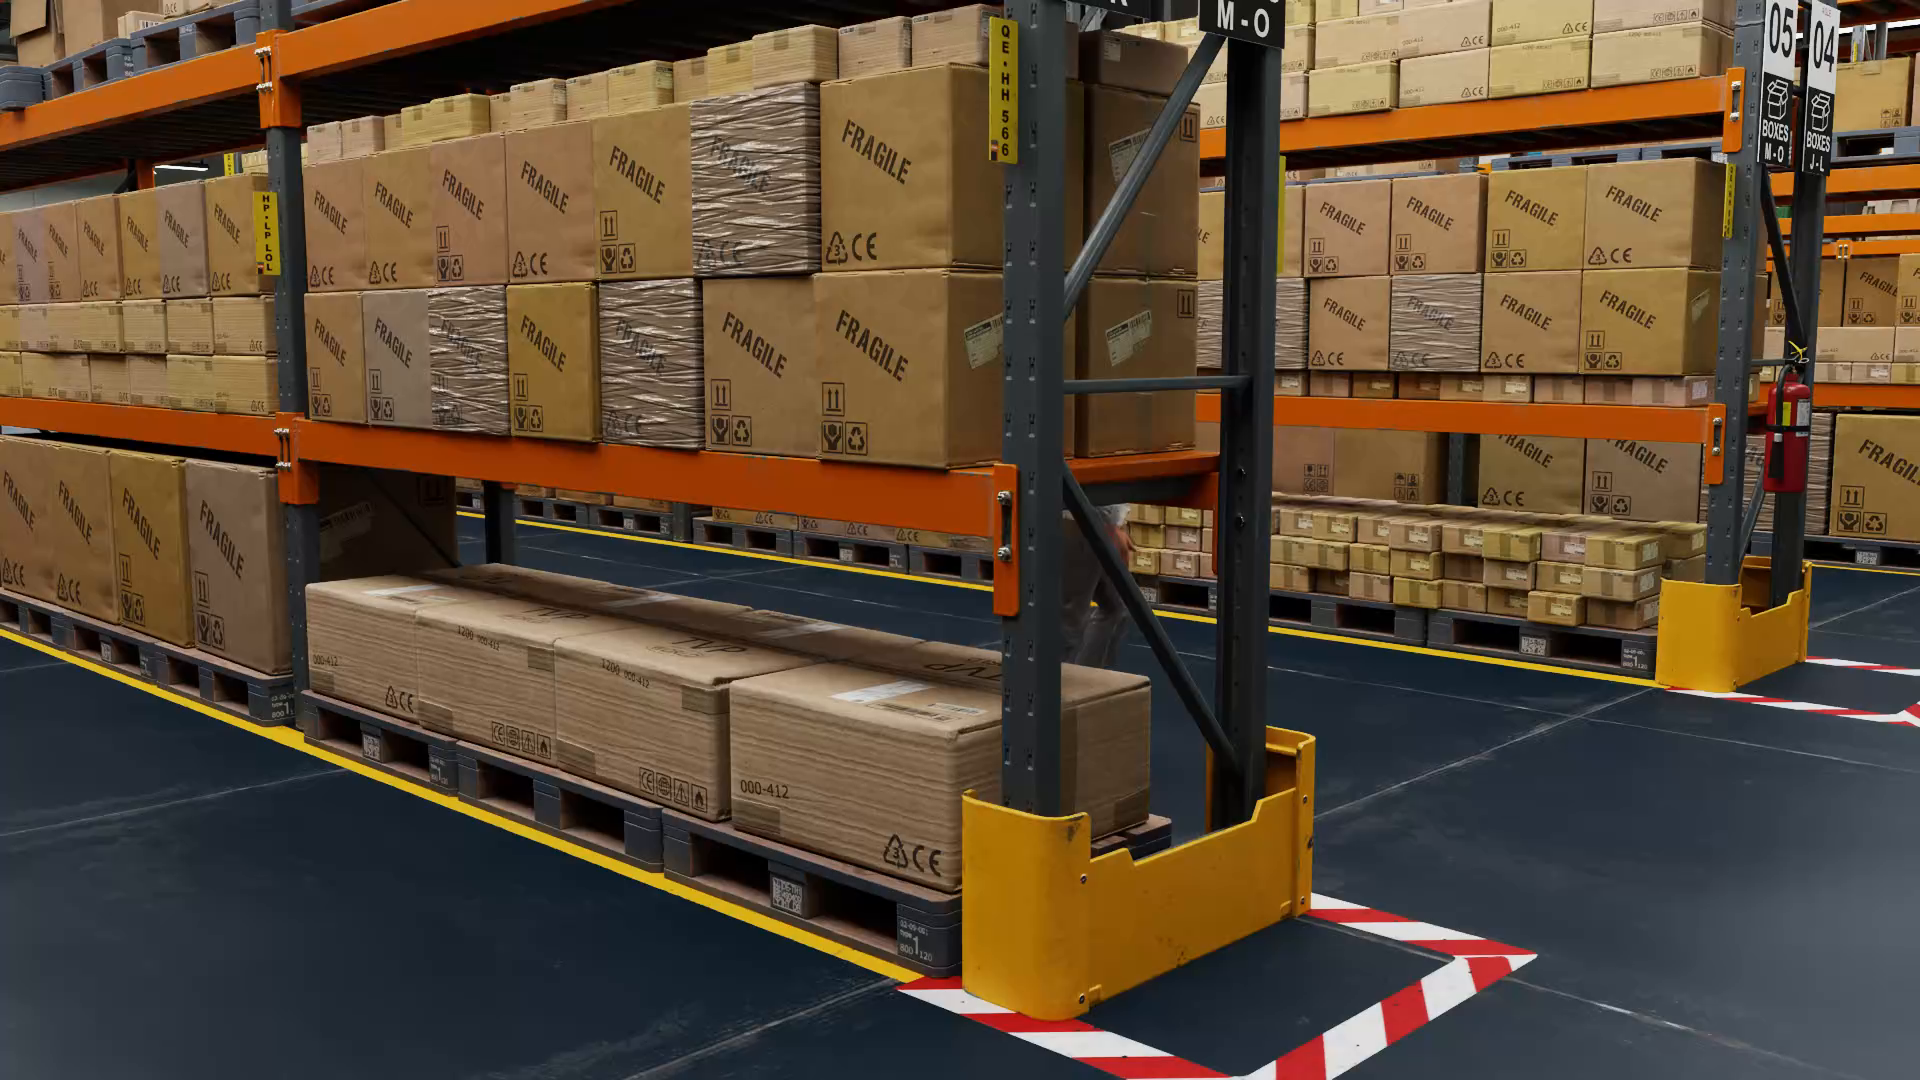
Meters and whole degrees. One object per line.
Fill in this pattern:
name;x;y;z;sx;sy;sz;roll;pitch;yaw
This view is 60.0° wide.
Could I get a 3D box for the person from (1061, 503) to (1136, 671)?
person;0.468;-0.063;6.617;0.514;1.797;0.542;0;7;2
